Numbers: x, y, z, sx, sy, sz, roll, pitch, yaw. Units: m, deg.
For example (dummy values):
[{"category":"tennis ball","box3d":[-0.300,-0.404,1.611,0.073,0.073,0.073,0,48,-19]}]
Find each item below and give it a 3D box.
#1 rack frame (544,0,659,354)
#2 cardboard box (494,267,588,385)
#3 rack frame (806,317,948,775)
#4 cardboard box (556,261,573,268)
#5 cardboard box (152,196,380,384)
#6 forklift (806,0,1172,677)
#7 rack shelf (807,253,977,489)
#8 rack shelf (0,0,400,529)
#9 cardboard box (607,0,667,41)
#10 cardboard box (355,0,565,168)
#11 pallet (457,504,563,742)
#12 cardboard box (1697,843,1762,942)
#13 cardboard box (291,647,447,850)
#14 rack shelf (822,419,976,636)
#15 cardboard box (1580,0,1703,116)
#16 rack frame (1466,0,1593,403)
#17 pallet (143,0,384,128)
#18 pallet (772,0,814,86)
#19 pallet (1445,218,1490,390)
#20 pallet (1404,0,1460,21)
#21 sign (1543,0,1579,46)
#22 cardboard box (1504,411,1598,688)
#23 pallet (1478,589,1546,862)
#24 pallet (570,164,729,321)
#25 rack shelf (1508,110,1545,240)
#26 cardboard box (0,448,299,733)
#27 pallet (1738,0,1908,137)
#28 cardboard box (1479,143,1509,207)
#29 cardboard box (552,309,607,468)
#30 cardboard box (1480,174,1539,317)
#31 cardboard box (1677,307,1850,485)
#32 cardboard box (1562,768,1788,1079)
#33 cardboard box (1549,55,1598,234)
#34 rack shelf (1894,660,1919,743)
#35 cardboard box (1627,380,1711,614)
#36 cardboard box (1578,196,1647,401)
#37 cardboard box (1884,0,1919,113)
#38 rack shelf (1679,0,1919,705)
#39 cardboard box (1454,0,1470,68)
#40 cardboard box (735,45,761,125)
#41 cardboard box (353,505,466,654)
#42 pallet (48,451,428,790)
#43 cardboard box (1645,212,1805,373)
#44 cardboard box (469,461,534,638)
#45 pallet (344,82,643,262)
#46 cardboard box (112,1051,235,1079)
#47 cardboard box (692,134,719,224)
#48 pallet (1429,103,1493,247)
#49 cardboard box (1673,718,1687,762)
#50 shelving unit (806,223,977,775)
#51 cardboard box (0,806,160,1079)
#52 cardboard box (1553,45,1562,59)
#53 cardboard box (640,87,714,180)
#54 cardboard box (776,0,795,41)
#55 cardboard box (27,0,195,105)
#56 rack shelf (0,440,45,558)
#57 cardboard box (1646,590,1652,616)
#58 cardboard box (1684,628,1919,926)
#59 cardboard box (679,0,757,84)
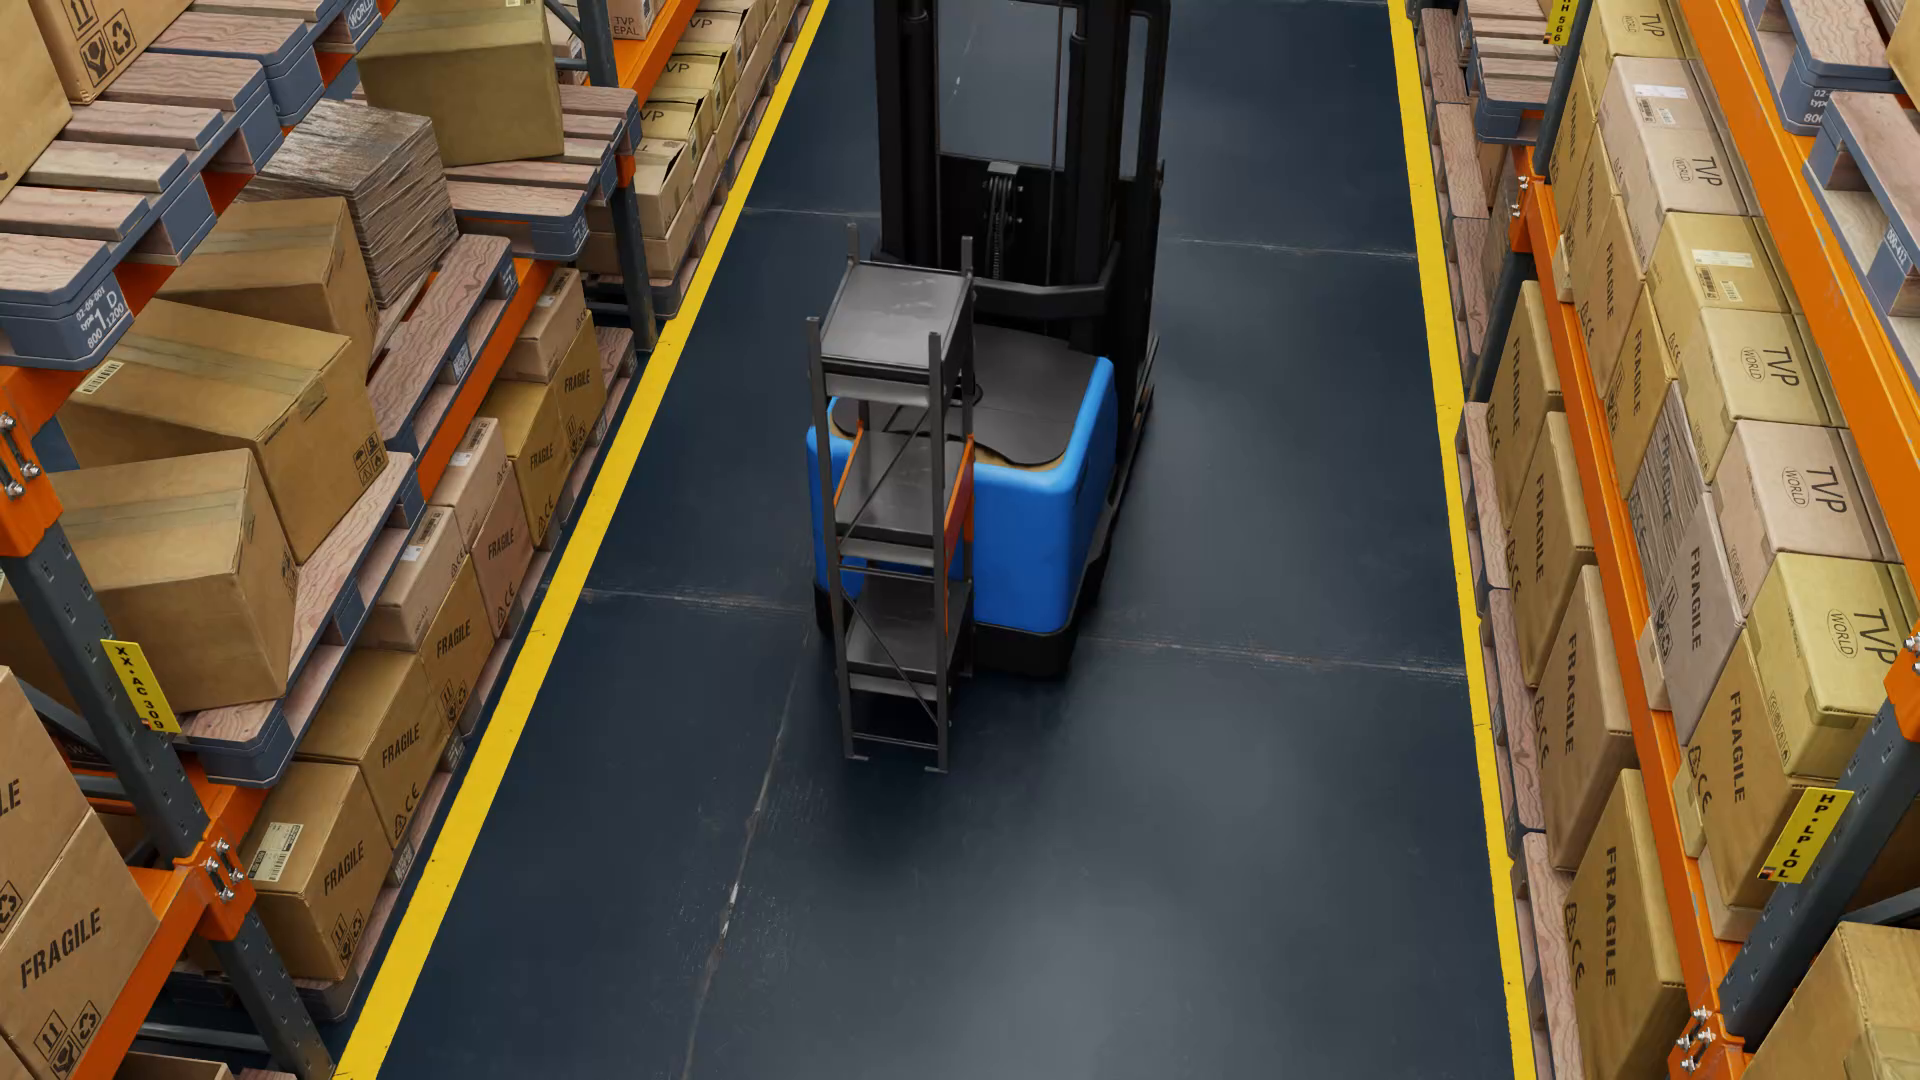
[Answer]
[{"category":"rack frame","box3d":[-2.010,-2.096,7.282,1.000,3.000,0.127,5,44,6]},{"category":"cardboard box","box3d":[-1.904,-0.923,6.996,0.500,0.250,0.500,7,44,7]},{"category":"rack frame","box3d":[-0.248,0.116,5.600,0.400,2.100,0.015,8,46,8]},{"category":"cardboard box","box3d":[-2.182,-1.631,8.485,0.500,0.250,0.500,6,44,7]},{"category":"cardboard box","box3d":[-2.366,-0.769,5.502,0.700,0.500,0.500,-5,44,-5]},{"category":"forklift","box3d":[0.287,-1.552,6.757,1.130,2.935,3.031,10,44,11]},{"category":"rack shelf","box3d":[-0.204,-0.538,5.283,0.431,0.518,0.480,8,46,8]},{"category":"rack shelf","box3d":[-2.274,-1.561,5.059,1.077,0.370,4.000,5,44,6]},{"category":"cardboard box","box3d":[-1.699,-2.656,7.938,0.500,0.311,0.500,5,44,5]},{"category":"cardboard box","box3d":[-1.981,-1.846,6.639,0.700,0.500,0.500,-8,44,-9]},{"category":"pallet","box3d":[-2.310,0.251,6.832,1.003,0.211,1.213,5,44,6]},{"category":"cardboard box","box3d":[2.136,0.905,4.280,0.380,0.149,0.250,6,44,6]},{"category":"cardboard box","box3d":[-2.174,0.706,5.821,0.500,0.500,0.500,6,44,6]},{"category":"rack shelf","box3d":[-0.200,-0.044,5.778,0.431,0.518,0.480,8,46,8]},{"category":"cardboard box","box3d":[2.582,-1.767,6.085,0.500,0.250,0.500,6,44,7]},{"category":"rack frame","box3d":[2.901,-1.648,6.809,1.000,3.000,0.127,5,44,6]},{"category":"pallet","box3d":[-2.249,-1.536,4.646,1.213,0.211,1.003,5,44,6]},{"category":"pallet","box3d":[-1.540,-3.304,10.586,1.003,0.211,1.213,5,44,6]},{"category":"pallet","box3d":[3.006,-1.168,8.330,1.003,0.211,1.213,5,44,6]},{"category":"pallet","box3d":[3.484,-3.823,11.134,1.003,0.211,1.213,5,44,6]},{"category":"sign","box3d":[2.362,-2.083,6.484,0.100,0.325,0.005,5,44,6]},{"category":"cardboard box","box3d":[2.552,0.065,6.257,0.750,0.750,0.750,5,44,5]},{"category":"pallet","box3d":[2.558,0.724,6.332,1.003,0.211,1.213,5,44,6]},{"category":"pallet","box3d":[-1.862,-1.641,8.830,1.003,0.211,1.213,5,44,6]},{"category":"rack shelf","box3d":[3.165,-2.750,8.496,1.077,0.370,4.000,5,44,6]},{"category":"cardboard box","box3d":[-2.254,0.139,4.544,0.700,0.500,0.500,-8,44,-9]},{"category":"pallet","box3d":[2.724,-1.463,4.569,1.003,0.211,1.213,7,44,7]},{"category":"cardboard box","box3d":[3.165,-2.078,8.761,0.700,0.500,0.500,5,44,5]},{"category":"cardboard box","box3d":[-1.901,-0.689,7.295,0.500,0.500,0.500,7,44,7]},{"category":"cardboard box","box3d":[2.944,-1.396,8.041,0.700,0.500,0.500,6,44,6]},{"category":"cardboard box","box3d":[2.325,-0.383,4.624,0.500,0.250,0.500,6,44,6]},{"category":"cardboard box","box3d":[2.329,1.251,5.005,0.750,0.750,0.750,6,44,6]},{"category":"cardboard box","box3d":[2.583,-1.492,6.341,0.500,0.500,0.500,6,44,7]},{"category":"rack shelf","box3d":[2.108,1.613,1.707,1.077,0.370,4.000,5,44,6]},{"category":"cardboard box","box3d":[2.316,-0.102,4.872,0.500,0.500,0.500,5,44,6]},{"category":"cardboard box","box3d":[2.438,-0.798,5.608,0.500,0.500,0.500,5,44,5]},{"category":"cardboard box","box3d":[2.607,-1.183,3.743,0.700,0.500,0.500,4,44,5]},{"category":"rack shelf","box3d":[2.637,-1.113,4.586,1.077,0.370,4.000,5,44,6]},{"category":"cardboard box","box3d":[3.349,-3.123,9.865,0.700,0.500,0.500,7,44,7]},{"category":"cardboard box","box3d":[-1.453,-2.627,9.538,0.500,0.250,0.500,6,44,6]},{"category":"cardboard box","box3d":[-2.101,0.117,5.898,0.500,0.250,0.500,5,44,6]},{"category":"pallet","box3d":[-2.325,0.165,5.034,1.003,0.211,1.213,5,44,6]},{"category":"cardboard box","box3d":[2.392,-0.730,4.991,0.500,0.250,0.500,4,44,5]},{"category":"cardboard box","box3d":[-2.033,0.021,6.544,0.500,0.500,0.500,4,44,4]},{"category":"pallet","box3d":[-2.030,-1.558,6.853,1.213,0.211,1.003,5,44,6]},{"category":"cardboard box","box3d":[-2.333,1.792,4.674,0.500,0.500,0.500,5,44,6]},{"category":"cardboard box","box3d":[-1.584,-1.923,8.794,0.500,0.250,0.500,4,44,4]},{"category":"pallet","box3d":[3.170,-1.997,9.206,1.003,0.211,1.213,5,44,6]},{"category":"cardboard box","box3d":[2.225,0.559,4.646,0.380,0.149,0.250,7,44,7]},{"category":"shelving unit","box3d":[-0.200,-0.053,5.769,0.431,2.100,0.503,8,46,8]},{"category":"cardboard box","box3d":[-2.350,0.958,3.984,0.500,0.500,0.500,6,44,6]},{"category":"cardboard box","box3d":[2.953,-2.166,6.963,0.700,0.500,0.500,1,43,1]},{"category":"cardboard box","box3d":[-1.588,-2.143,8.618,0.500,0.311,0.500,4,44,4]},{"category":"cardboard box","box3d":[-1.317,-3.323,10.272,0.500,0.250,0.500,5,44,5]},{"category":"cardboard box","box3d":[-2.333,-1.479,3.997,0.600,0.600,0.600,5,44,5]},{"category":"rack shelf","box3d":[-2.803,1.165,2.180,1.077,0.370,4.000,5,44,6]},{"category":"cardboard box","box3d":[2.300,0.213,5.012,0.380,0.149,0.250,5,44,6]},{"category":"cardboard box","box3d":[2.183,0.589,4.143,0.500,0.500,0.500,5,44,5]},{"category":"cardboard box","box3d":[-1.451,-2.841,9.355,0.500,0.311,0.500,5,44,5]}]
